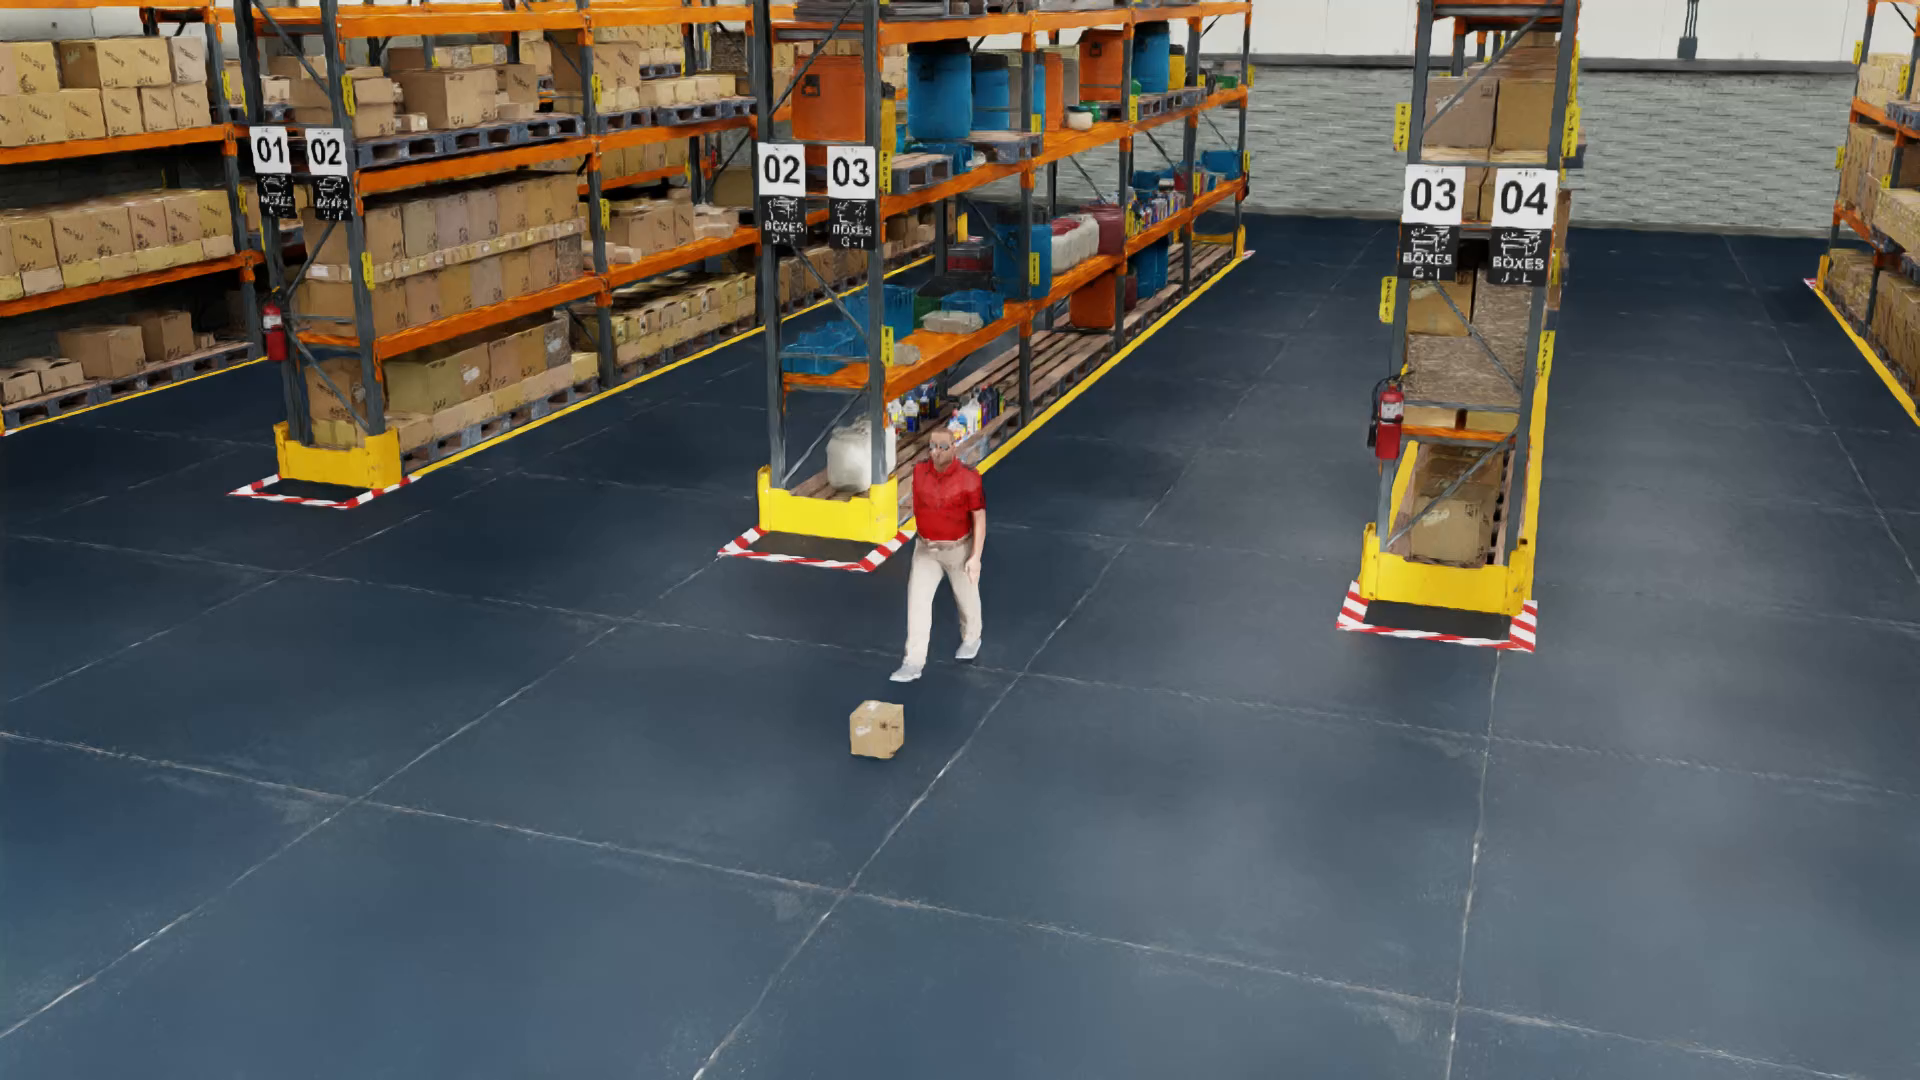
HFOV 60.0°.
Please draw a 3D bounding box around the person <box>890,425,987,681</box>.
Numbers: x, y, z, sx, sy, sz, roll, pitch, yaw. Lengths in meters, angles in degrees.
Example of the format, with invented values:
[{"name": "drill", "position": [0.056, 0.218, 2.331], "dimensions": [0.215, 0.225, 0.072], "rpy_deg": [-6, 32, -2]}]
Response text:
[{"name": "person", "position": [-0.103, 0.072, 10.881], "dimensions": [0.558, 1.675, 0.957], "rpy_deg": [7, 20, 19]}]
